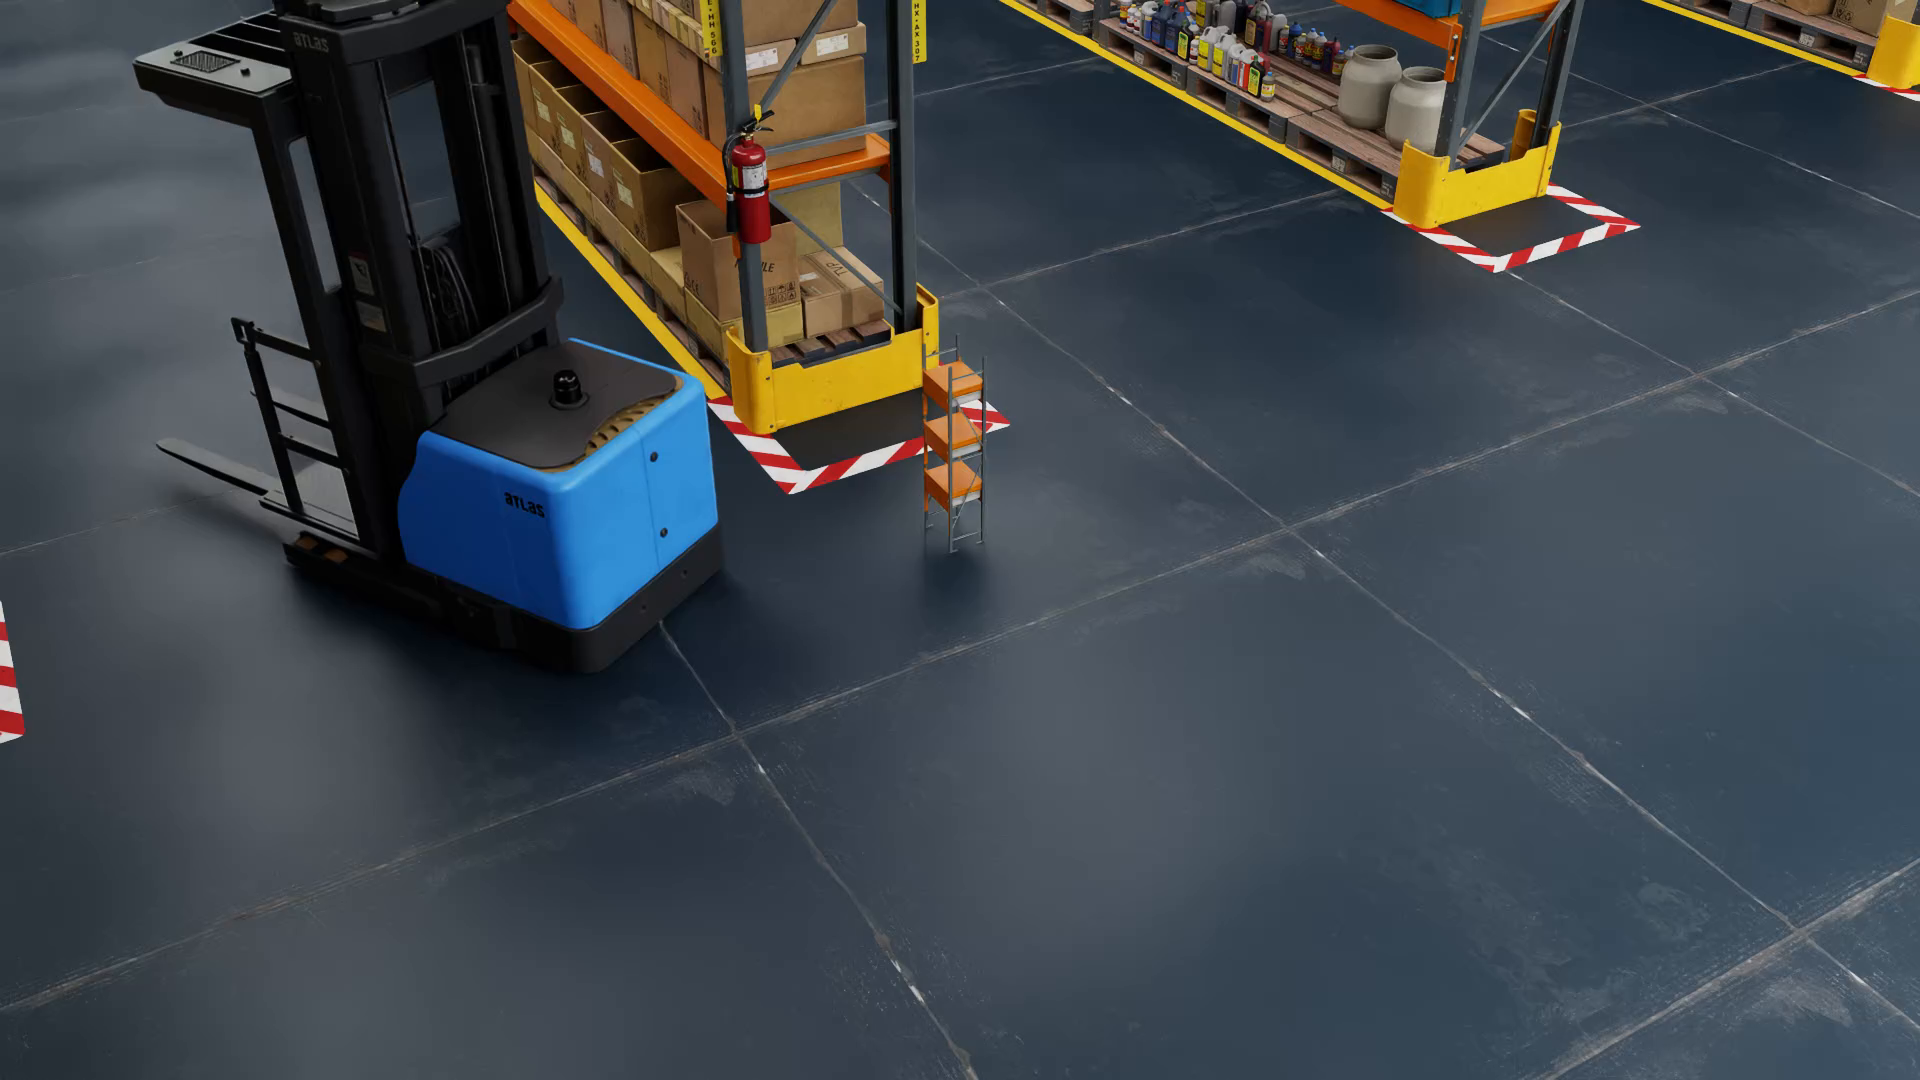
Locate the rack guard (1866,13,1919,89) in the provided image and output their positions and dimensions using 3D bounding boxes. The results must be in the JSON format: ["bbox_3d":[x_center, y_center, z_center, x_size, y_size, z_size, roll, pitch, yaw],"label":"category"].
[{"bbox_3d":[7.829,-4.004,13.308,1.175,0.500,0.348,-19,40,-24],"label":"rack guard"}]

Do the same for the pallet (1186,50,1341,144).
[{"bbox_3d":[2.493,-3.443,12.785,1.003,0.211,1.213,-19,40,-24],"label":"pallet"}]

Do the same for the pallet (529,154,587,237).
[{"bbox_3d":[-2.347,-2.537,11.545,1.003,0.211,1.213,-19,40,-24],"label":"pallet"}]

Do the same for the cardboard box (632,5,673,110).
[{"bbox_3d":[-1.436,-2.845,9.517,0.700,0.500,0.500,-19,40,-24],"label":"cardboard box"}]

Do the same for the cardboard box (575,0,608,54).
[{"bbox_3d":[-1.962,-3.373,10.240,0.700,0.500,0.500,-18,40,-23],"label":"cardboard box"}]

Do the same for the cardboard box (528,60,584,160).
[{"bbox_3d":[-2.490,-2.861,10.964,0.500,0.500,0.500,-19,40,-24],"label":"cardboard box"}]

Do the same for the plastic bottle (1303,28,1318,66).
[{"bbox_3d":[2.720,-3.826,12.885,0.097,0.271,0.097,0,36,0],"label":"plastic bottle"}]

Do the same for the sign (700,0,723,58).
[{"bbox_3d":[-1.177,-2.451,7.880,0.100,0.325,0.005,-19,40,-24],"label":"sign"}]

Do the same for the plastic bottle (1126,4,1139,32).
[{"bbox_3d":[1.407,-4.250,13.526,0.097,0.201,0.097,0,36,0],"label":"plastic bottle"}]

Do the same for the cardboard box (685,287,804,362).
[{"bbox_3d":[-1.225,-1.286,9.443,0.500,0.250,0.500,-19,40,-24],"label":"cardboard box"}]

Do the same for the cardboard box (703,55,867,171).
[{"bbox_3d":[-0.924,-2.323,8.803,0.700,0.500,0.500,-19,40,-24],"label":"cardboard box"}]

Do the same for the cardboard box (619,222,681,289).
[{"bbox_3d":[-1.740,-1.792,10.136,0.500,0.250,0.500,-19,40,-24],"label":"cardboard box"}]

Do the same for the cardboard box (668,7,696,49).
[{"bbox_3d":[-1.318,-2.745,8.831,0.380,0.149,0.250,-20,40,-25],"label":"cardboard box"}]

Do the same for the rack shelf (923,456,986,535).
[{"bbox_3d":[-0.027,-0.218,8.148,0.215,0.259,0.240,-19,40,-24],"label":"rack shelf"}]

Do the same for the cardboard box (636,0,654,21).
[{"bbox_3d":[-1.575,-3.008,9.191,0.380,0.149,0.250,-18,40,-23],"label":"cardboard box"}]

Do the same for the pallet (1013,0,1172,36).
[{"bbox_3d":[1.147,-4.810,14.657,1.003,0.211,1.213,-19,40,-24],"label":"pallet"}]

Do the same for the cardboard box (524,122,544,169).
[{"bbox_3d":[-2.739,-2.814,11.535,0.500,0.250,0.500,-19,40,-24],"label":"cardboard box"}]

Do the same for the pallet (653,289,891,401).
[{"bbox_3d":[-1.121,-1.293,9.841,1.003,0.211,1.213,-19,40,-24],"label":"pallet"}]

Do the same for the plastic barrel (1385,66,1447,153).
[{"bbox_3d":[3.188,-2.985,11.547,0.421,0.512,0.421,0,36,0],"label":"plastic barrel"}]

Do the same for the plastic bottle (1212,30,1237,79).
[{"bbox_3d":[2.023,-3.712,12.663,0.144,0.351,0.185,-17,40,-22],"label":"plastic bottle"}]

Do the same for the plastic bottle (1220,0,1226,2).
[{"bbox_3d":[2.147,-4.412,13.620,0.144,0.351,0.185,-20,41,-25],"label":"plastic bottle"}]

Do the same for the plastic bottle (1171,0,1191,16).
[{"bbox_3d":[1.746,-4.163,13.280,0.144,0.351,0.185,-19,40,-24],"label":"plastic bottle"}]

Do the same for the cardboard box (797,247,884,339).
[{"bbox_3d":[-0.778,-1.440,9.653,0.500,0.250,0.500,-19,40,-24],"label":"cardboard box"}]

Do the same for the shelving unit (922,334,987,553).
[{"bbox_3d":[-0.027,-0.451,7.978,0.215,1.050,0.252,-19,40,-24],"label":"shelving unit"}]

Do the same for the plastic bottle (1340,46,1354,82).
[{"bbox_3d":[2.943,-3.600,12.576,0.097,0.271,0.097,0,36,0],"label":"plastic bottle"}]

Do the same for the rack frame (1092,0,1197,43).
[{"bbox_3d":[1.575,-5.547,13.302,1.000,3.000,0.127,-19,40,-24],"label":"rack frame"}]

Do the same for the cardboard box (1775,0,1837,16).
[{"bbox_3d":[7.238,-4.753,13.978,0.500,0.500,0.500,-9,37,-12],"label":"cardboard box"}]

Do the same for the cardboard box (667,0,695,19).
[{"bbox_3d":[-1.219,-3.141,8.823,0.700,0.500,0.500,-20,41,-25],"label":"cardboard box"}]

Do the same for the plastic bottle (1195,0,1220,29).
[{"bbox_3d":[2.023,-4.369,13.562,0.144,0.351,0.185,-19,40,-24],"label":"plastic bottle"}]

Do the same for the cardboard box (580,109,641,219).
[{"bbox_3d":[-1.992,-2.350,10.263,0.500,0.500,0.500,-19,40,-24],"label":"cardboard box"}]

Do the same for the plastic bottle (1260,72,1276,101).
[{"bbox_3d":[2.283,-3.361,12.309,0.097,0.201,0.097,0,36,0],"label":"plastic bottle"}]

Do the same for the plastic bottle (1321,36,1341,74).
[{"bbox_3d":[2.845,-3.726,12.738,0.061,0.283,0.133,-18,40,-23],"label":"plastic bottle"}]

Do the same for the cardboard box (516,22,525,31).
[{"bbox_3d":[-3.428,-3.752,12.343,0.500,0.311,0.500,-18,40,-23],"label":"cardboard box"}]

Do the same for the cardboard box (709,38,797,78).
[{"bbox_3d":[-1.057,-2.482,8.470,0.380,0.149,0.250,-20,40,-25],"label":"cardboard box"}]

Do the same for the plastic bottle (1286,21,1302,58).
[{"bbox_3d":[2.619,-3.929,13.027,0.097,0.271,0.097,0,36,0],"label":"plastic bottle"}]

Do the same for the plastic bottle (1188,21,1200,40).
[{"bbox_3d":[1.822,-3.928,13.025,0.097,0.271,0.097,0,36,0],"label":"plastic bottle"}]

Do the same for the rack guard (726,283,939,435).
[{"bbox_3d":[-0.688,-1.020,9.222,1.175,0.500,0.348,-19,40,-24],"label":"rack guard"}]

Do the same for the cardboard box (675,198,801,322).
[{"bbox_3d":[-1.227,-1.589,9.221,0.500,0.500,0.500,-19,40,-24],"label":"cardboard box"}]

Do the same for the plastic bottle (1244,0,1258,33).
[{"bbox_3d":[2.362,-4.216,13.409,0.061,0.283,0.133,-16,39,-21],"label":"plastic bottle"}]

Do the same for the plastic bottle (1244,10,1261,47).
[{"bbox_3d":[2.330,-4.079,13.221,0.061,0.283,0.133,-19,40,-24],"label":"plastic bottle"}]

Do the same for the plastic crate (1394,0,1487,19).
[{"bbox_3d":[3.074,-3.614,10.781,0.499,0.251,0.616,-19,40,-24],"label":"plastic crate"}]

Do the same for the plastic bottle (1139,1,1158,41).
[{"bbox_3d":[1.542,-4.176,13.360,0.152,0.276,0.135,-17,40,-22],"label":"plastic bottle"}]

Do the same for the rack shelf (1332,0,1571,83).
[{"bbox_3d":[2.579,-4.237,12.117,1.077,0.370,4.000,-19,40,-24],"label":"rack shelf"}]

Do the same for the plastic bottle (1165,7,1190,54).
[{"bbox_3d":[1.716,-4.024,13.089,0.144,0.351,0.185,-21,41,-26],"label":"plastic bottle"}]

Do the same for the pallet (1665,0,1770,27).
[{"bbox_3d":[6.842,-4.934,14.826,1.003,0.211,1.213,-19,40,-24],"label":"pallet"}]

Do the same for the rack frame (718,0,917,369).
[{"bbox_3d":[-0.700,-2.041,8.502,1.000,3.000,0.127,-19,40,-24],"label":"rack frame"}]

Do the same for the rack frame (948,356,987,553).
[{"bbox_3d":[0.034,-0.389,7.893,0.200,1.050,0.008,-19,40,-24],"label":"rack frame"}]

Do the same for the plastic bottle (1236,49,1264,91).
[{"bbox_3d":[2.180,-3.528,12.474,0.152,0.276,0.135,-19,40,-24],"label":"plastic bottle"}]

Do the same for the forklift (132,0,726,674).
[{"bbox_3d":[-2.662,-1.226,7.444,3.031,2.935,1.130,19,40,24],"label":"forklift"}]

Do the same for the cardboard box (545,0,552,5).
[{"bbox_3d":[-2.482,-3.897,10.958,0.700,0.500,0.500,-20,41,-25],"label":"cardboard box"}]

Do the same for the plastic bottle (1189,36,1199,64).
[{"bbox_3d":[1.838,-3.812,12.926,0.097,0.201,0.097,0,36,0],"label":"plastic bottle"}]

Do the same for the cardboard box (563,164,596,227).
[{"bbox_3d":[-2.246,-2.301,10.832,0.500,0.250,0.500,-19,40,-24],"label":"cardboard box"}]

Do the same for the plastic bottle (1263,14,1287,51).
[{"bbox_3d":[2.484,-4.035,13.168,0.152,0.276,0.135,-18,40,-23],"label":"plastic bottle"}]
